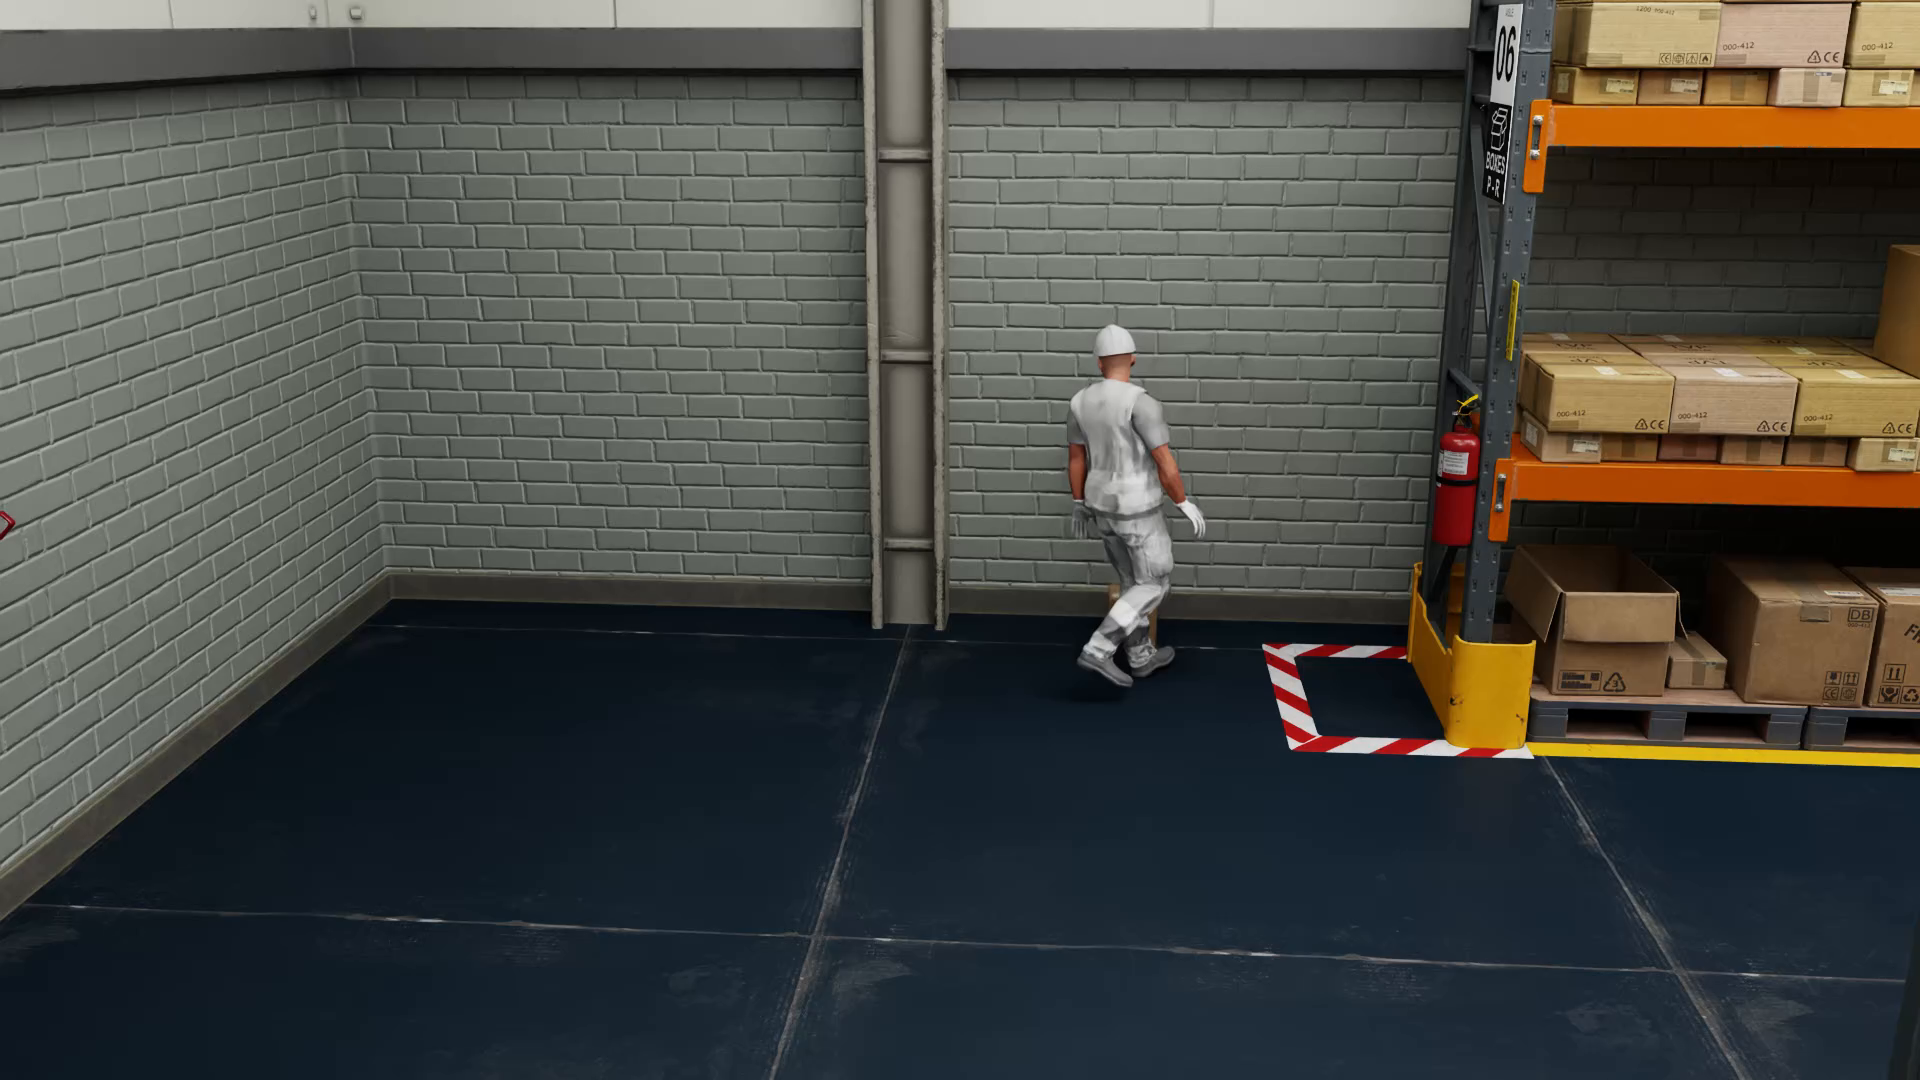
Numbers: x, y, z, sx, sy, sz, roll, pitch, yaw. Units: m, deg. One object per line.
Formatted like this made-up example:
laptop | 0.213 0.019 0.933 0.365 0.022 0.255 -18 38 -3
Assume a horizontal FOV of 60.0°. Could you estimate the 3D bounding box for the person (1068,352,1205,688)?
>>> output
person | 0.833 -0.114 7.978 0.741 1.732 0.666 -15 23 -40
